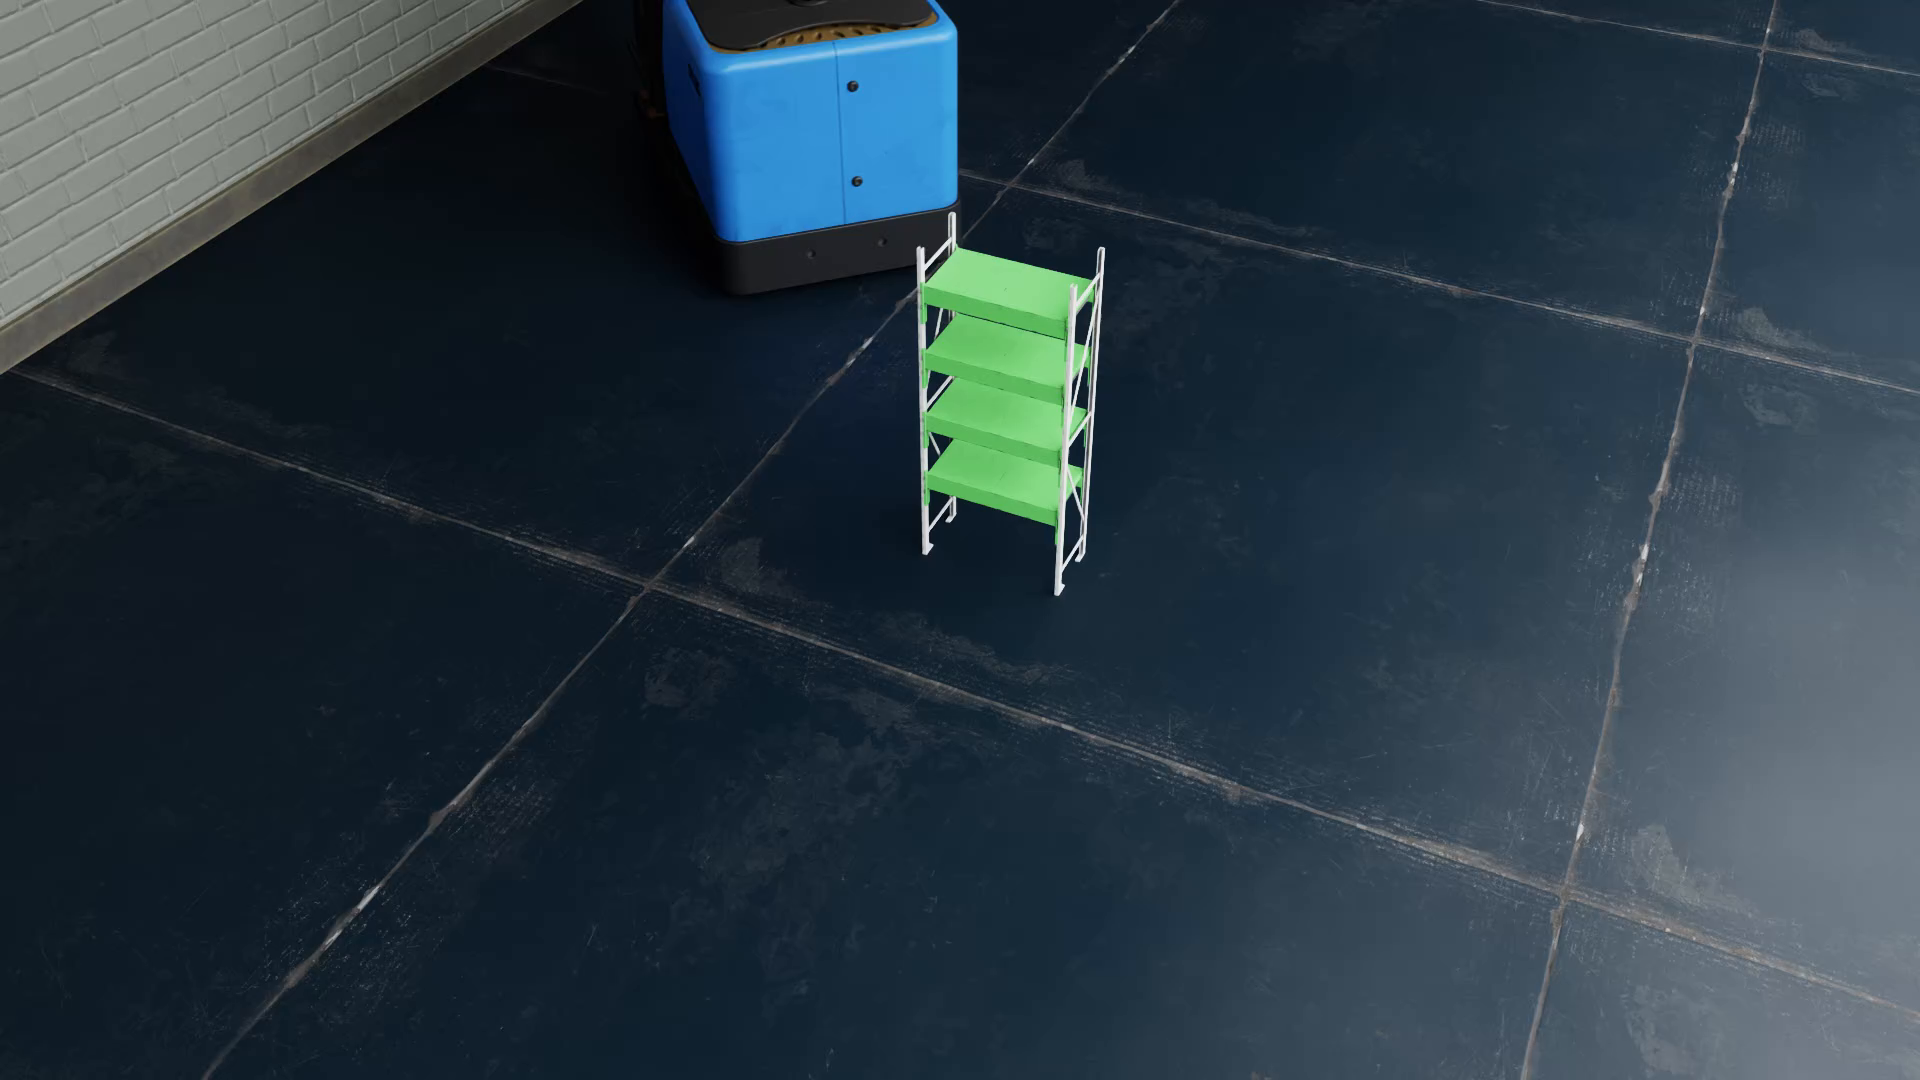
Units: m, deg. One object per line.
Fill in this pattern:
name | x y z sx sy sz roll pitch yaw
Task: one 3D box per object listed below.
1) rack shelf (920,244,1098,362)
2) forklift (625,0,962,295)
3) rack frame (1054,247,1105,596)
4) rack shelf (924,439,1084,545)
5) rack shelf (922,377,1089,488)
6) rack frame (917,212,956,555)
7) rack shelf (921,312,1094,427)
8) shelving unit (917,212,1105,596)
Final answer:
rack shelf | 0.150 -0.722 5.032 0.480 0.148 0.258 17 44 19
forklift | -0.948 -3.085 7.071 1.130 2.935 3.031 -12 42 -14
rack frame | 0.371 -0.340 5.226 0.015 1.200 0.240 17 44 19
rack shelf | 0.150 -0.178 5.503 0.480 0.148 0.258 17 44 19
rack shelf | 0.150 -0.359 5.346 0.480 0.148 0.258 17 44 19
rack frame | -0.071 -0.475 5.382 0.015 1.200 0.240 17 44 19
rack shelf | 0.150 -0.541 5.189 0.480 0.148 0.258 17 44 19
shelving unit | 0.150 -0.408 5.304 0.503 1.200 0.258 17 44 19
